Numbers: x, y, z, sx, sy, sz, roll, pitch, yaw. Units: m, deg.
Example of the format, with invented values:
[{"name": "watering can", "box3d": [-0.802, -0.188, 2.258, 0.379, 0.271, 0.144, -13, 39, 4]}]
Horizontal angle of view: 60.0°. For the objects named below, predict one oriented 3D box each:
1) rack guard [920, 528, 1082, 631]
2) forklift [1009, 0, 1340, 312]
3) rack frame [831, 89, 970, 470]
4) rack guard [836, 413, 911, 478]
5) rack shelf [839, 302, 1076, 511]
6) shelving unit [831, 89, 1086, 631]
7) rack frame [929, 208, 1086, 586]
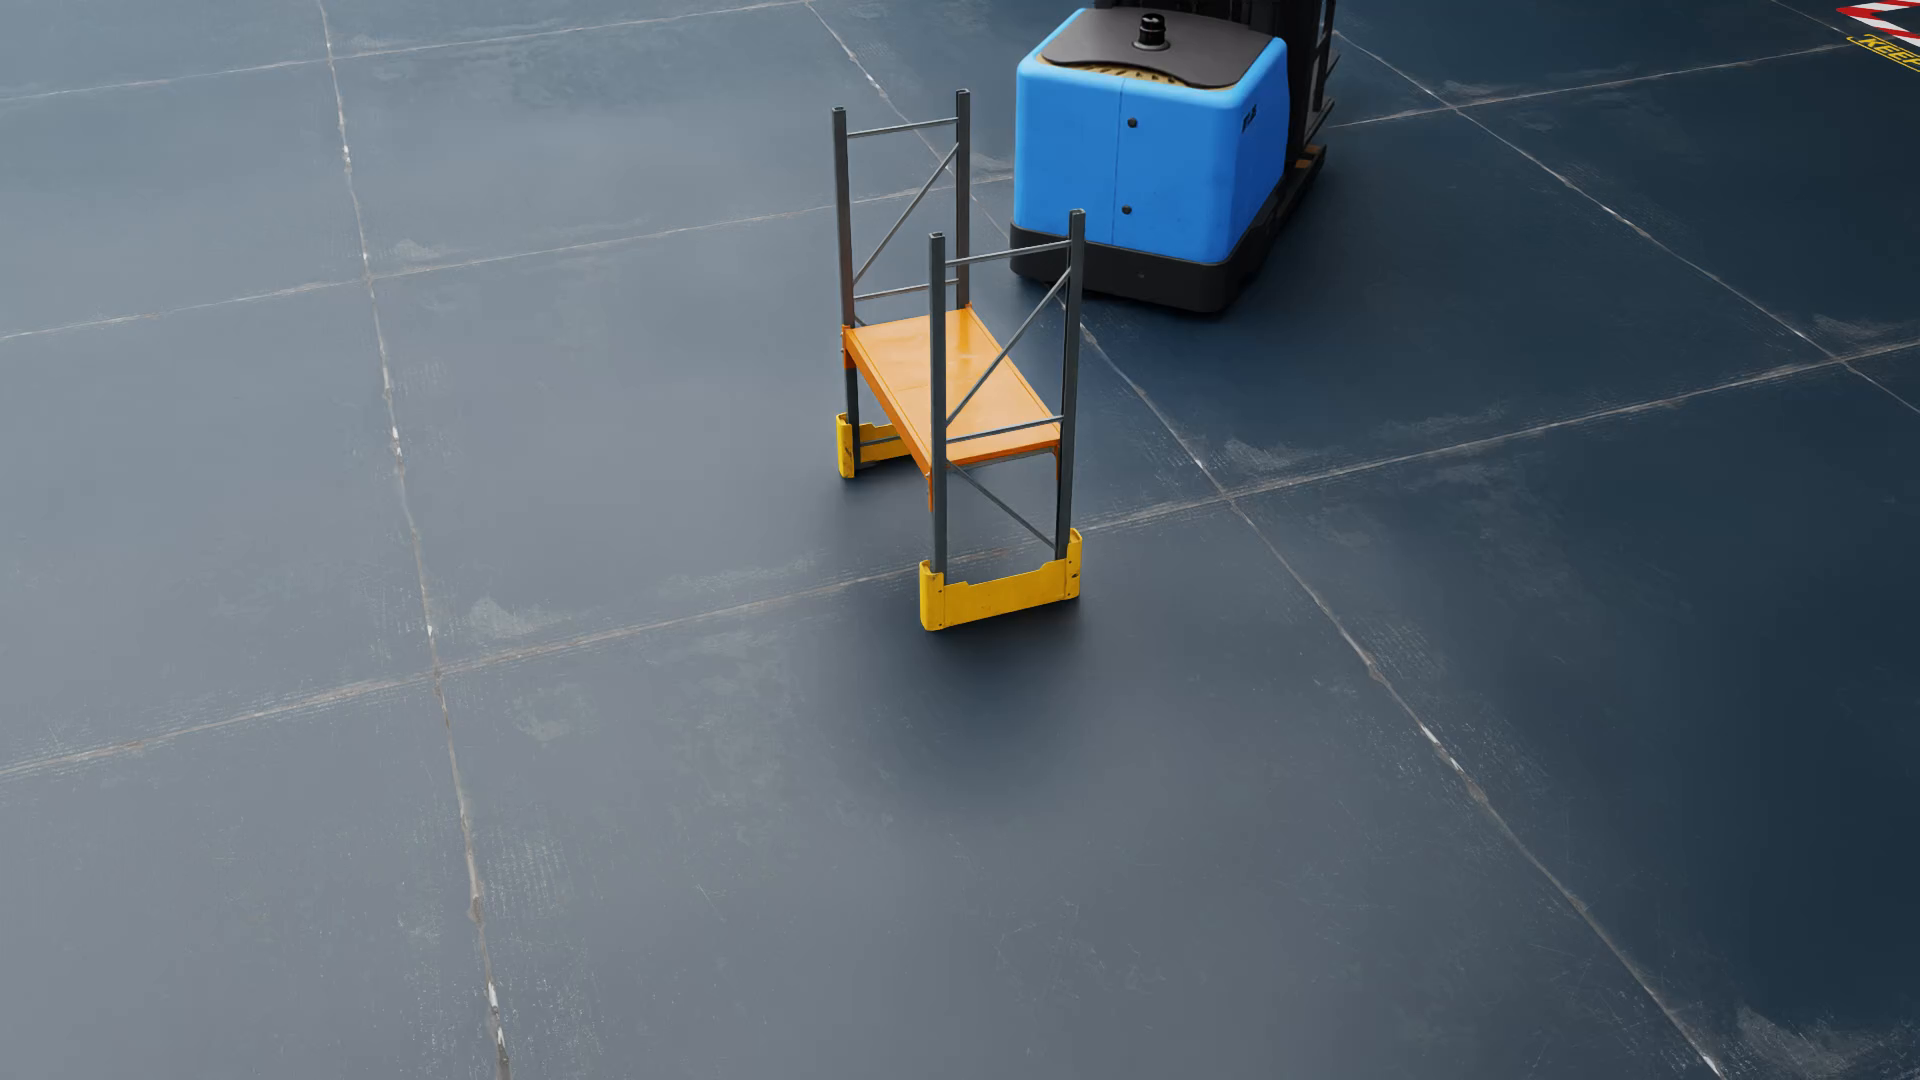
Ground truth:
[{"name": "rack guard", "box3d": [0.145, 0.138, 5.858, 0.587, 0.250, 0.087, -12, 39, -16]}, {"name": "forklift", "box3d": [1.287, -3.078, 7.901, 1.130, 2.935, 3.031, 15, 39, 19]}, {"name": "rack frame", "box3d": [-0.204, -0.934, 6.244, 0.500, 1.500, 0.032, -12, 39, -16]}, {"name": "rack guard", "box3d": [-0.198, -0.424, 6.605, 0.587, 0.250, 0.087, -12, 39, -16]}, {"name": "rack shelf", "box3d": [-0.029, -0.504, 5.971, 0.538, 0.185, 1.000, -12, 39, -16]}, {"name": "shelving unit", "box3d": [-0.026, -0.642, 5.856, 0.587, 1.500, 1.083, -12, 39, -16]}, {"name": "rack frame", "box3d": [0.146, -0.360, 5.481, 0.500, 1.500, 0.032, -12, 39, -16]}]
